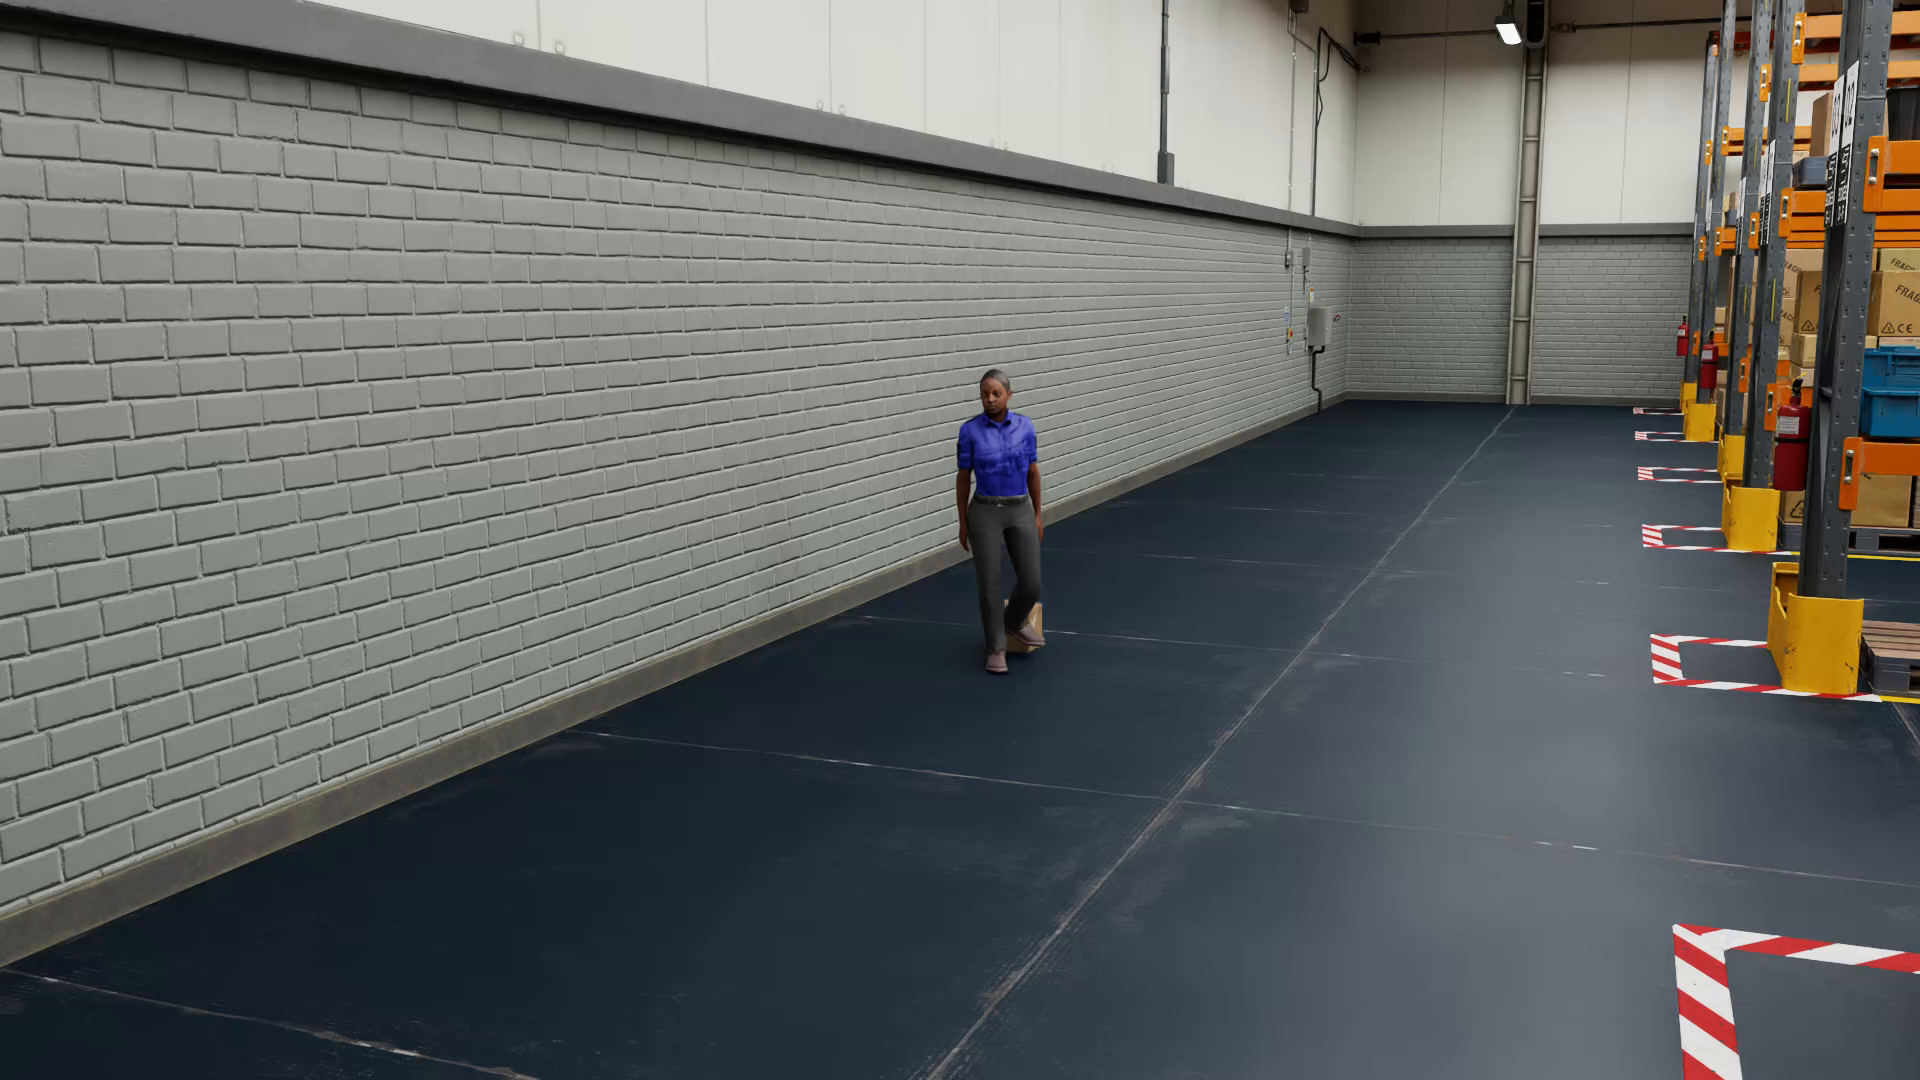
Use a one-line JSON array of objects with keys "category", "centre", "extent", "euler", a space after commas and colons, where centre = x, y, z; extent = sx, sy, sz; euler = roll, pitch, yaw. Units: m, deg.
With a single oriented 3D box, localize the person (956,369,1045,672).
[{"category": "person", "centre": [0.231, -0.119, 9.135], "extent": [0.524, 1.651, 0.517], "euler": [-1, 9, -7]}]
